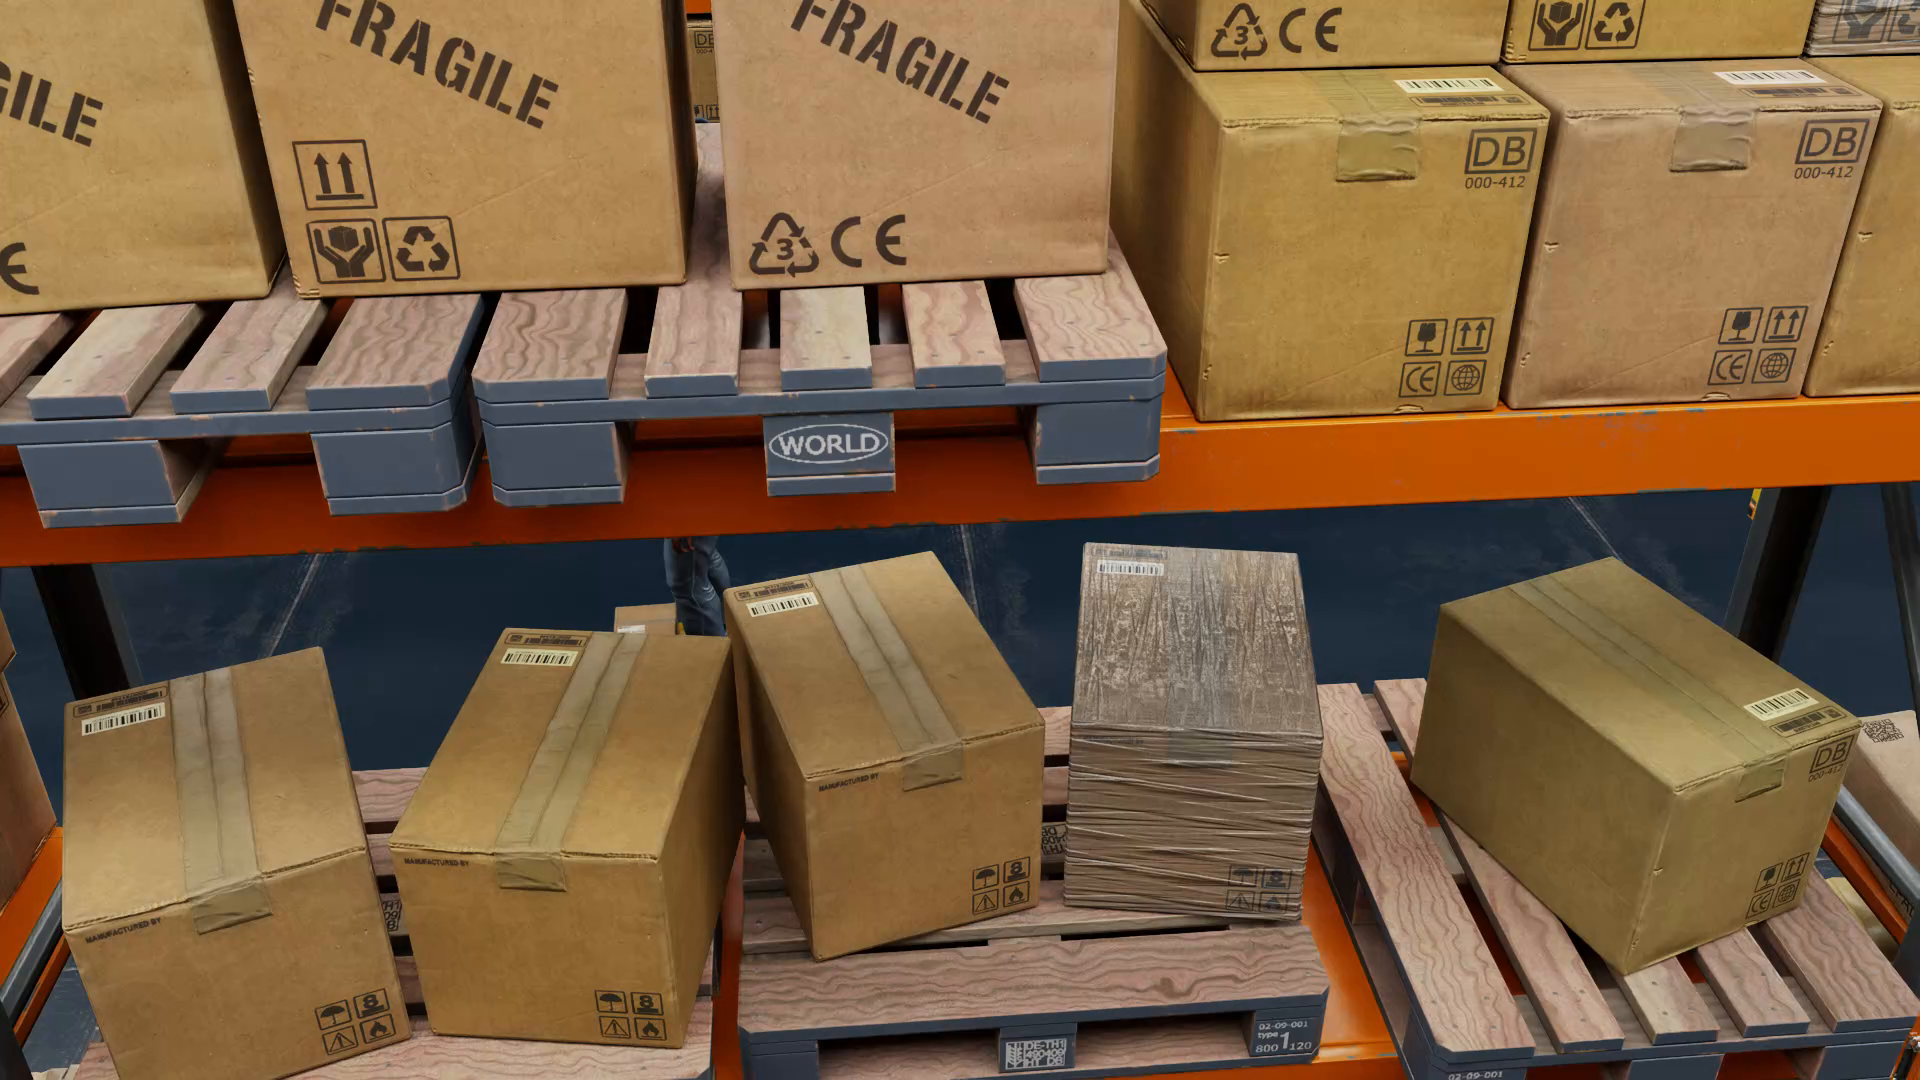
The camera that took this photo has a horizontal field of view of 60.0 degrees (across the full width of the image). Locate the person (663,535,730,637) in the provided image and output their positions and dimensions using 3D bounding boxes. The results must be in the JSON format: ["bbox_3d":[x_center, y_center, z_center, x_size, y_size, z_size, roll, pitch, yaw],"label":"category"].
[{"bbox_3d":[-1.066,-0.223,6.488,0.463,1.760,0.633,-3,31,-5],"label":"person"}]
